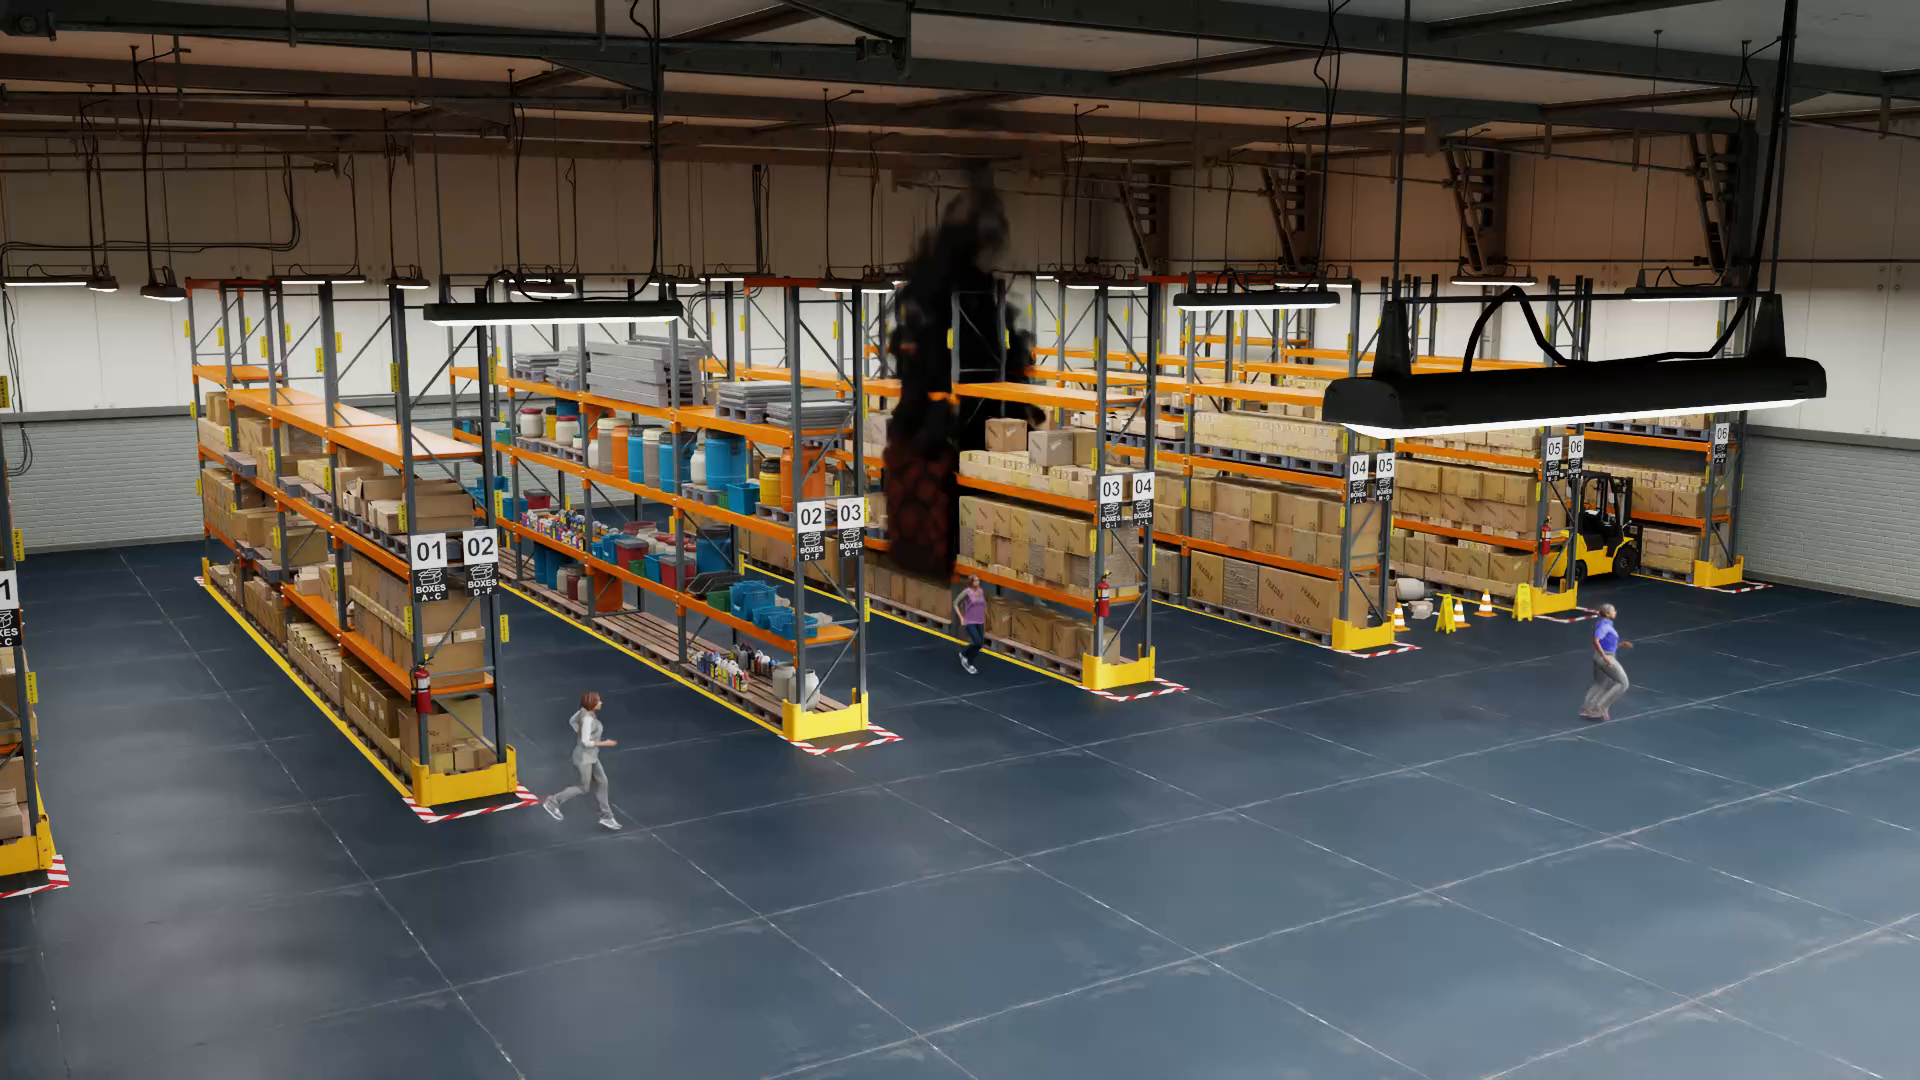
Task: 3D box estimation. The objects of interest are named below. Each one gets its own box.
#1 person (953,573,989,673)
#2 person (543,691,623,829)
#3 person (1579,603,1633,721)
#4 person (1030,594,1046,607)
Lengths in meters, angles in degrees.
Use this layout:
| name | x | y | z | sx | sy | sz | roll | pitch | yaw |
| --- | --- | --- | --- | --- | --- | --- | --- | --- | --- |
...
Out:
| name | x | y | z | sx | sy | sz | roll | pitch | yaw |
| --- | --- | --- | --- | --- | --- | --- | --- | --- | --- |
| person | 0.233 | 1.295 | 25.605 | 0.528 | 1.561 | 0.552 | -7 | 12 | -37 |
| person | -4.240 | 2.479 | 18.614 | 0.865 | 1.617 | 0.566 | -1 | 10 | -8 |
| person | 8.971 | 1.689 | 23.024 | 0.660 | 1.642 | 0.555 | 1 | 10 | 3 |
| person | 1.399 | 0.363 | 30.676 | 0.749 | 1.724 | 0.623 | -8 | 13 | -40 |
